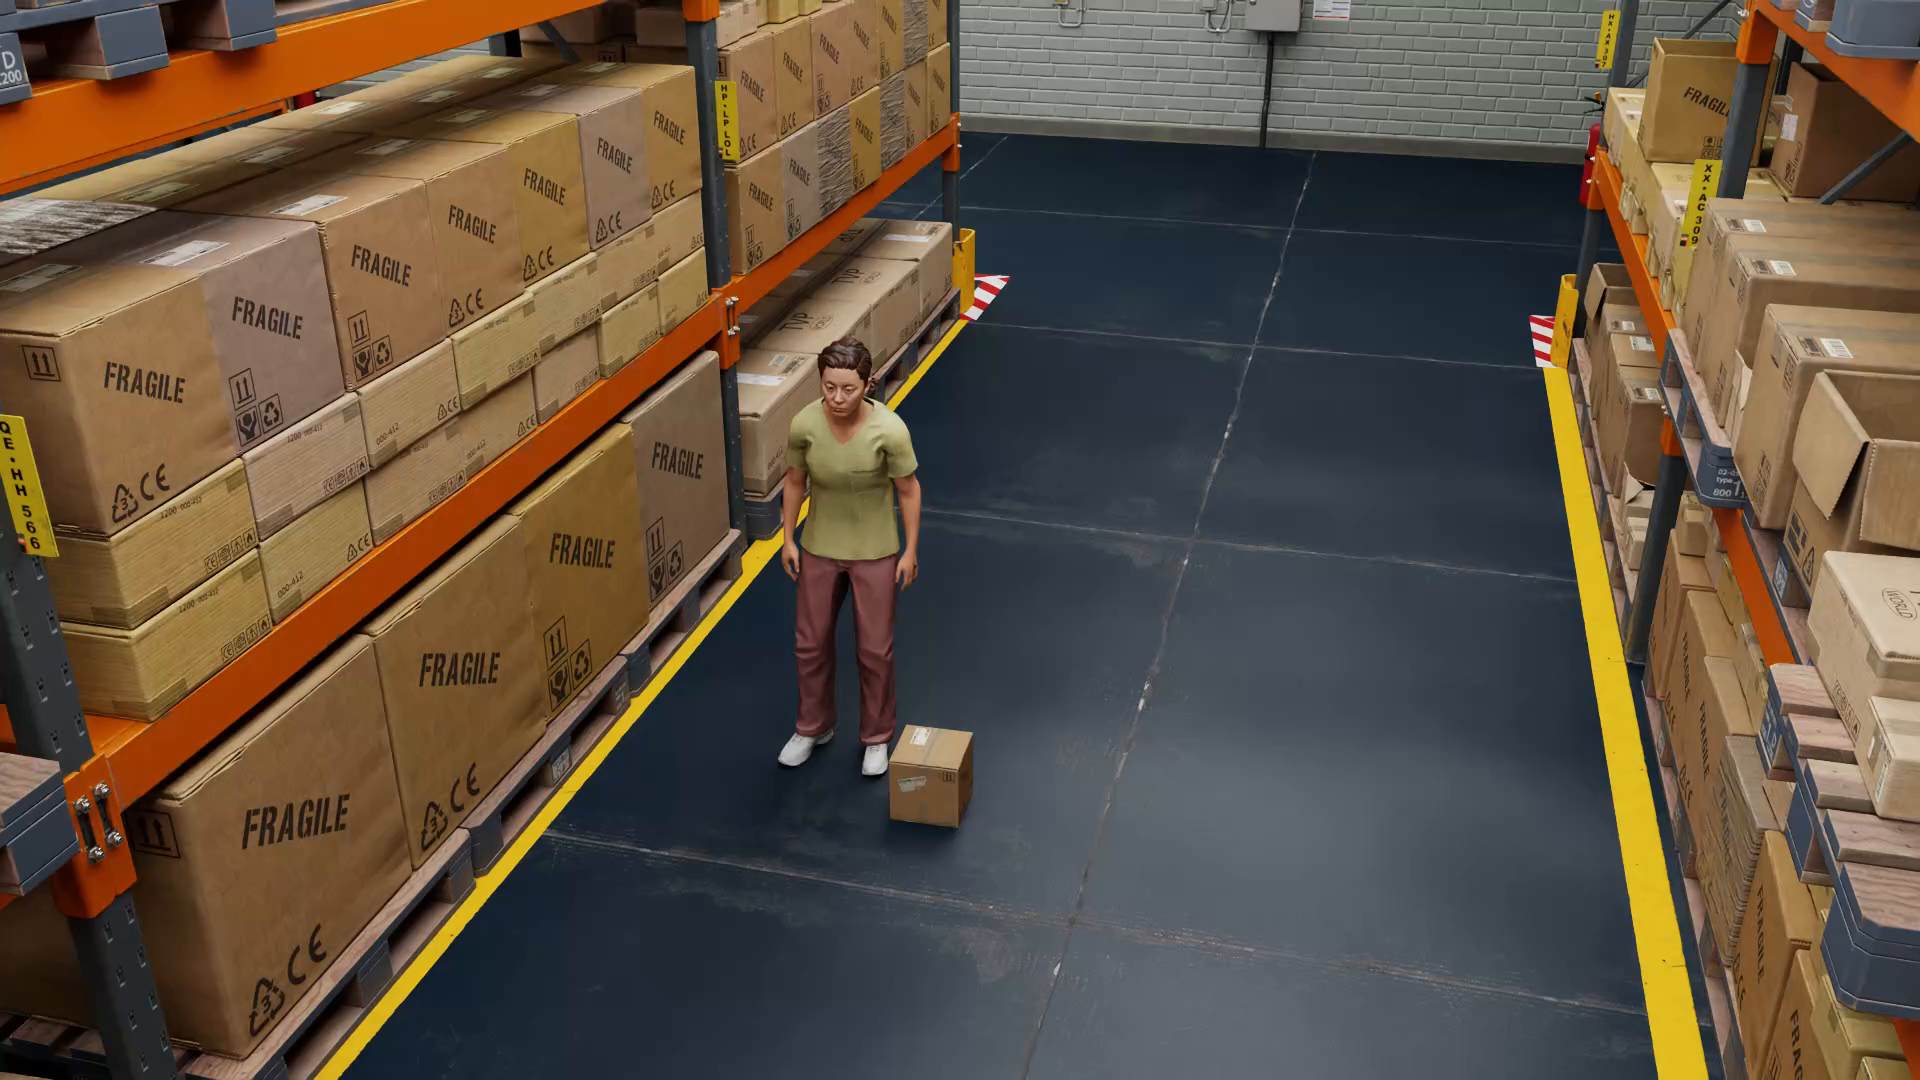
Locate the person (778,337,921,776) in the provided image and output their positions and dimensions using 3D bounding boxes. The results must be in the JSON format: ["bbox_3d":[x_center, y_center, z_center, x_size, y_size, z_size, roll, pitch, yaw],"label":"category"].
[{"bbox_3d":[-0.405,0.058,5.990,0.521,1.672,0.355,5,26,10],"label":"person"}]
